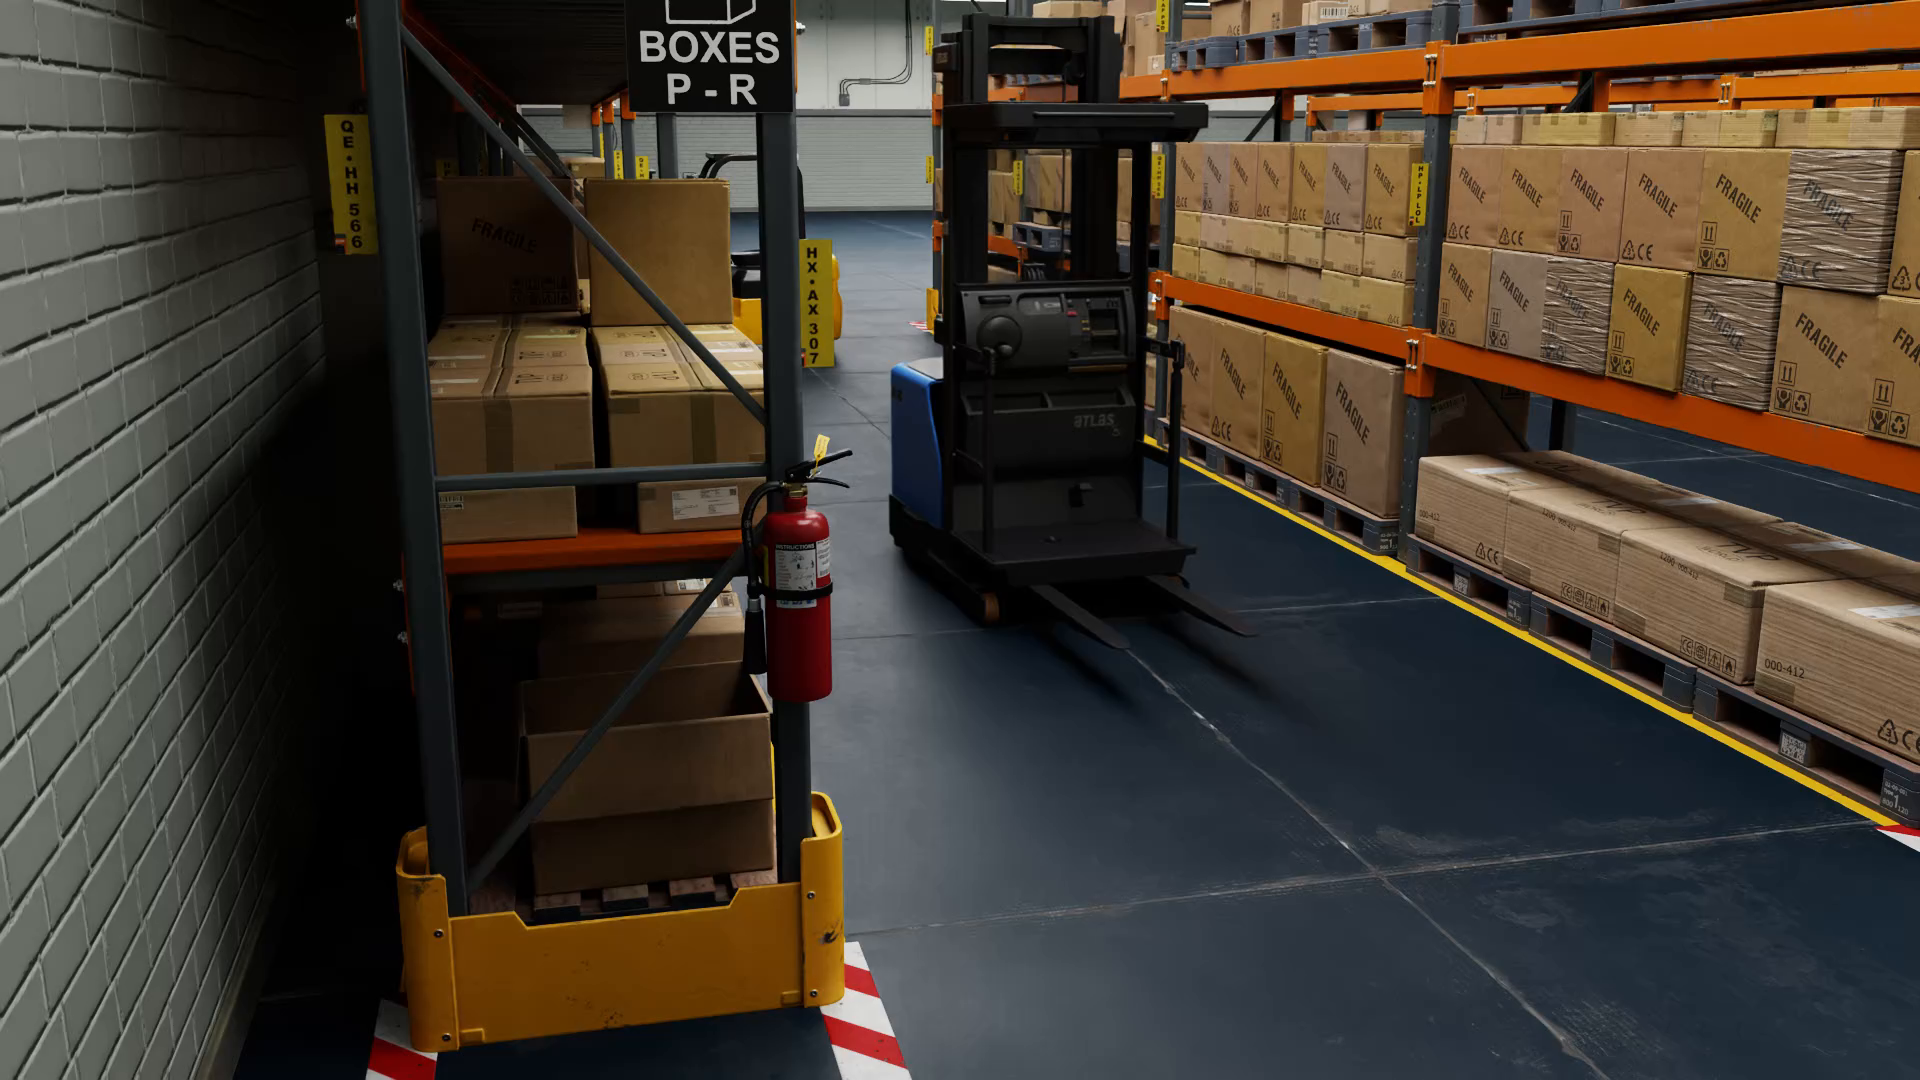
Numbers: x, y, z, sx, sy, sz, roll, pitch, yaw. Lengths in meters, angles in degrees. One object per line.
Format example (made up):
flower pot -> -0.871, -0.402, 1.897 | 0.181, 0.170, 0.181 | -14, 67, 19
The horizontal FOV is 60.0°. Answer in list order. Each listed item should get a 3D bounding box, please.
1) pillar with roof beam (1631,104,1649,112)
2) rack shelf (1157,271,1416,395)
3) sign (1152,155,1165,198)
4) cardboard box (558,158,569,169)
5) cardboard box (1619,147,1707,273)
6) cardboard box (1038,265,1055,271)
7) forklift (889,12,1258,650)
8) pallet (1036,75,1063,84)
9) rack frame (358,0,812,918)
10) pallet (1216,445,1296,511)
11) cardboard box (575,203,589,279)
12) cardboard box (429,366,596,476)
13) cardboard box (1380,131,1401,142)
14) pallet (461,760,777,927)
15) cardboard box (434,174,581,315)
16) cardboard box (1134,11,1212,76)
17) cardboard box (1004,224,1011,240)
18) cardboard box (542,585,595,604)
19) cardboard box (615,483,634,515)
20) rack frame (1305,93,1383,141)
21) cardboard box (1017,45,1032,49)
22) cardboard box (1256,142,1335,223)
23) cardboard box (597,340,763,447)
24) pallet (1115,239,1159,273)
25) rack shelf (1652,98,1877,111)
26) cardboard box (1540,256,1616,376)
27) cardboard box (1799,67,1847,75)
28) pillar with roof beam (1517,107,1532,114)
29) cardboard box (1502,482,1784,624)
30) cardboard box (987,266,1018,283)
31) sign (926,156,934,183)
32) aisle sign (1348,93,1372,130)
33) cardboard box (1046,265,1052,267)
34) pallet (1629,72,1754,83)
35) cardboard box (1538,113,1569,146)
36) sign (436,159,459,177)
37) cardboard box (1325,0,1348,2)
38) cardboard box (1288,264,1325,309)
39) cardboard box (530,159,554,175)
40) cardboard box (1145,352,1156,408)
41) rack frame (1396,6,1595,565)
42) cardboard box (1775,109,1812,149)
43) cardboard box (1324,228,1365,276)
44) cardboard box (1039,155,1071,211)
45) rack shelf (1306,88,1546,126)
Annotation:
pillar with roof beam -> 15.425, -13.602, 46.642 | 9.100, 9.000, 0.548 | -3, 14, -13
rack shelf -> 2.512, -1.467, 11.129 | 1.077, 0.370, 4.000 | -3, 14, -13
sign -> 1.517, -2.770, 12.671 | 0.100, 0.325, 0.005 | -3, 14, -13
cardboard box -> -4.209, -4.108, 18.217 | 0.380, 0.149, 0.250 | -3, 14, -13
cardboard box -> 3.196, -1.414, 7.078 | 0.500, 0.500, 0.500 | -3, 14, -14
cardboard box -> 1.090, -2.708, 18.018 | 0.500, 0.500, 0.500 | -3, 14, -11
forklift -> 0.524, -1.110, 8.293 | 1.130, 2.935, 3.031 | -4, 14, -17
pallet -> 1.391, -4.180, 14.790 | 1.213, 0.211, 1.003 | -3, 14, -13
rack frame -> -0.902, -0.155, 4.242 | 1.000, 3.000, 0.127 | -3, 14, -13
pallet -> 2.438, -0.457, 11.352 | 1.003, 0.211, 1.213 | -3, 14, -13
cardboard box -> -1.738, -1.455, 8.465 | 0.700, 0.500, 0.500 | -3, 14, -12
cardboard box -> -1.269, -0.318, 4.598 | 0.500, 0.250, 0.500 | -3, 14, -12
cardboard box -> 5.470, -4.559, 19.677 | 0.875, 0.550, 0.500 | -3, 14, -13
pallet -> -1.109, 0.998, 5.397 | 1.003, 0.211, 1.213 | -3, 14, -13
cardboard box -> -1.751, -1.156, 6.446 | 0.500, 0.500, 0.500 | -4, 14, -15
cardboard box -> 1.830, -4.003, 13.461 | 0.700, 0.500, 0.500 | -3, 14, -13
cardboard box -> 0.666, -3.193, 17.207 | 0.380, 0.149, 0.250 | -3, 14, -12
cardboard box -> -1.361, 0.270, 6.884 | 0.700, 0.500, 0.500 | -4, 14, -15
cardboard box -> -0.818, -0.180, 4.874 | 0.380, 0.149, 0.250 | -3, 14, -12
rack frame -> 4.952, -4.423, 21.711 | 1.000, 3.000, 0.127 | -3, 14, -13
cardboard box -> 0.851, -4.632, 15.678 | 0.500, 0.250, 0.500 | -4, 14, -15
cardboard box -> 2.268, -2.334, 10.845 | 0.500, 0.500, 0.500 | -3, 14, -12
cardboard box -> -0.866, -0.463, 5.190 | 0.500, 0.250, 0.500 | -3, 14, -13
pallet -> 1.772, -2.344, 13.603 | 1.213, 0.211, 1.003 | -3, 14, -13
rack shelf -> 10.266, -5.322, 20.588 | 1.077, 0.370, 4.000 | -3, 14, -13
cardboard box -> 3.062, -1.050, 7.693 | 0.500, 0.500, 0.500 | -3, 14, -13
cardboard box -> 6.830, -3.822, 12.718 | 0.500, 0.500, 0.500 | -3, 14, -13
pillar with roof beam -> 14.016, -14.986, 52.307 | 9.100, 9.000, 0.548 | -3, 14, -13
cardboard box -> 3.236, 0.042, 7.947 | 0.875, 0.438, 0.875 | -4, 14, -15
cardboard box -> 0.582, -2.672, 17.874 | 0.500, 0.500, 0.500 | -3, 14, -12
sign -> -0.364, -4.514, 20.259 | 0.100, 0.325, 0.005 | -3, 14, -13
aisle sign -> 5.227, -5.719, 21.538 | 0.394, 0.787, 0.004 | -3, 14, -13
cardboard box -> 1.134, -3.051, 18.055 | 0.380, 0.149, 0.250 | -3, 14, -11
pallet -> 6.628, -4.088, 14.419 | 1.213, 0.211, 1.003 | -3, 14, -11
cardboard box -> 2.980, -1.942, 7.871 | 0.380, 0.149, 0.250 | -3, 14, -14
sign -> -2.381, -1.609, 7.752 | 0.100, 0.325, 0.005 | -3, 14, -13
cardboard box -> 2.738, -3.598, 10.916 | 0.500, 0.500, 0.500 | -3, 14, -13
cardboard box -> 2.413, -1.607, 10.501 | 0.500, 0.250, 0.500 | -4, 14, -15
cardboard box -> -4.388, -3.846, 17.144 | 0.380, 0.149, 0.250 | -3, 14, -12
cardboard box -> 1.920, -1.337, 13.730 | 0.950, 0.372, 0.625 | -4, 14, -17
rack frame -> 2.982, -1.355, 9.155 | 1.000, 3.000, 0.127 | -3, 14, -13
cardboard box -> 3.405, -1.590, 6.433 | 0.380, 0.149, 0.250 | -3, 14, -14
cardboard box -> 2.518, -1.729, 9.945 | 0.500, 0.250, 0.500 | -3, 14, -12
cardboard box -> 1.053, -3.358, 15.631 | 0.500, 0.500, 0.500 | -3, 14, -13
rack shelf -> 5.421, -5.069, 19.552 | 1.077, 0.370, 4.000 | -3, 14, -13
